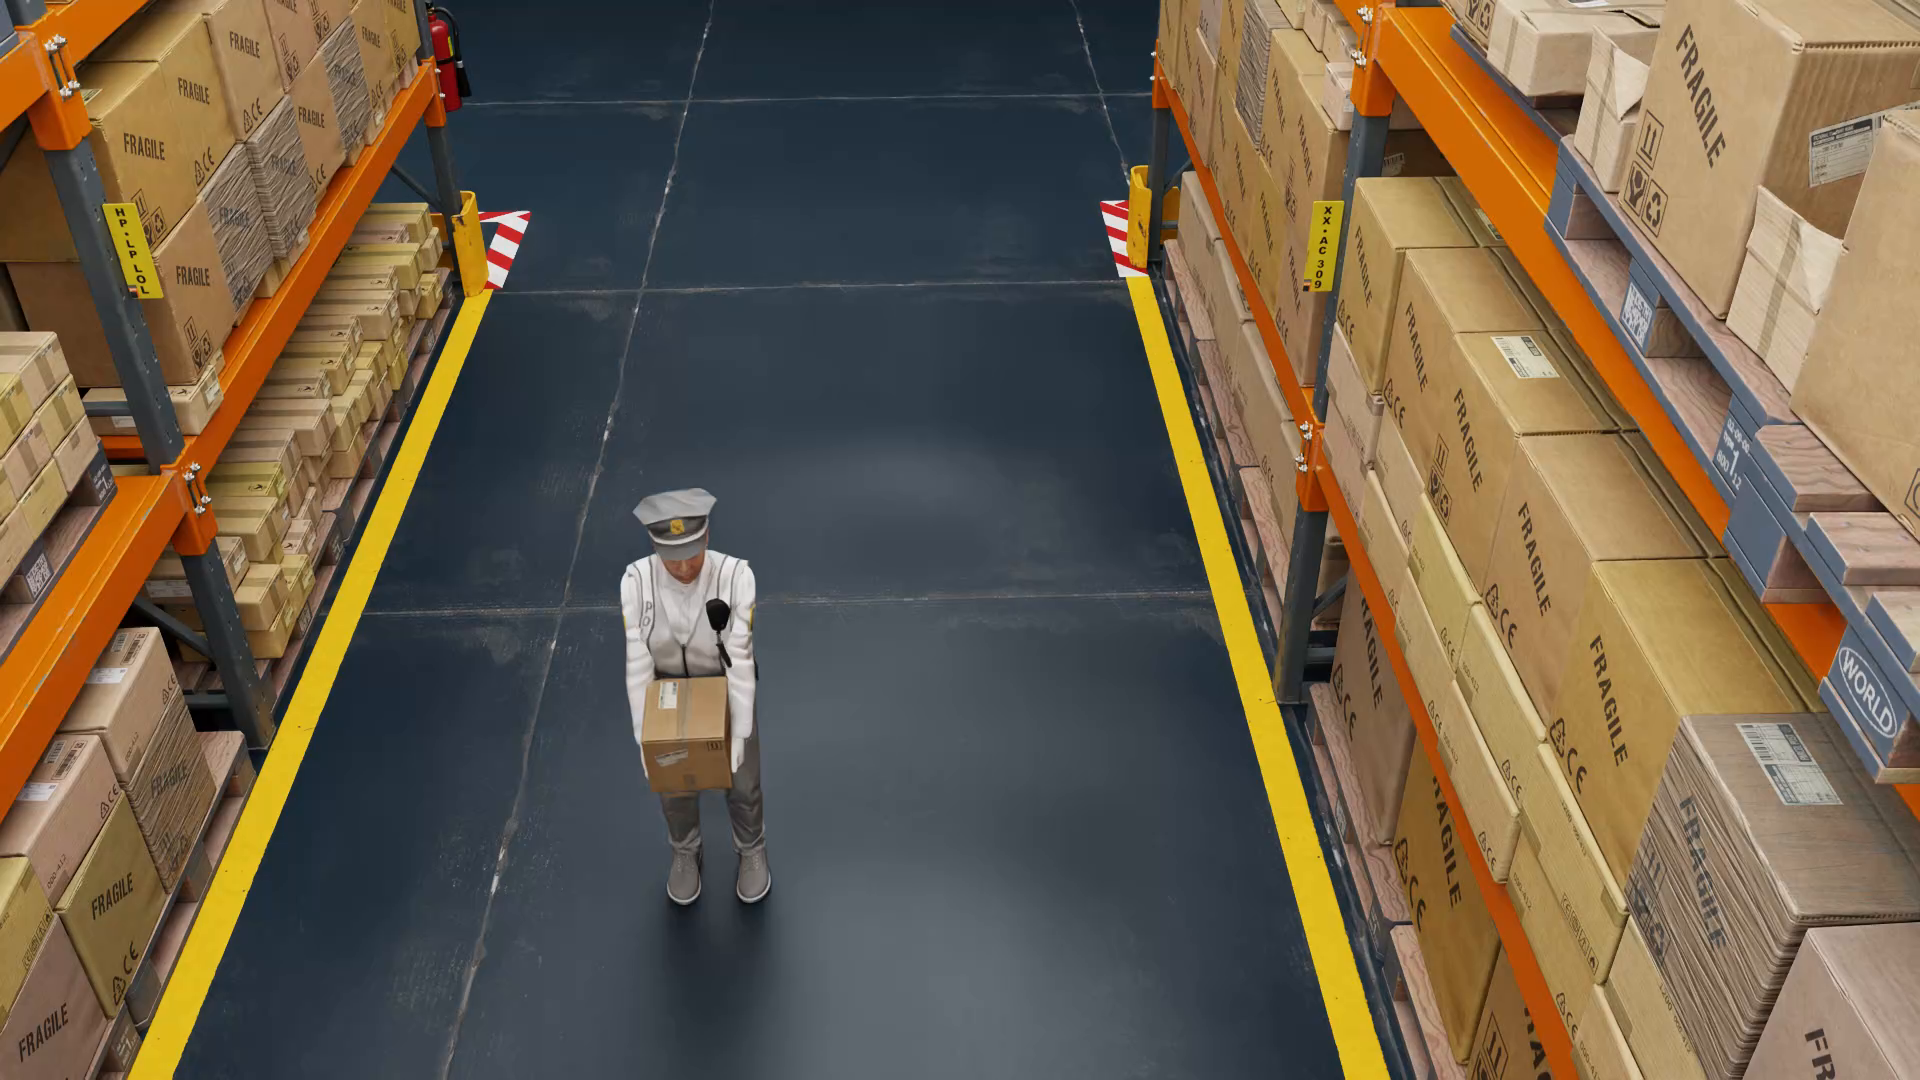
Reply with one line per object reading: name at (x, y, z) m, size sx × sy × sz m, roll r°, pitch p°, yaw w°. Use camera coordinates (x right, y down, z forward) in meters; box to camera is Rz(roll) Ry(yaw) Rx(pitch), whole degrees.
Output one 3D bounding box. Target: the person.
person at (-0.839, 0.556, 5.371) m, size 0.415 × 1.665 × 0.543 m, roll -2°, pitch 36°, yaw -3°
